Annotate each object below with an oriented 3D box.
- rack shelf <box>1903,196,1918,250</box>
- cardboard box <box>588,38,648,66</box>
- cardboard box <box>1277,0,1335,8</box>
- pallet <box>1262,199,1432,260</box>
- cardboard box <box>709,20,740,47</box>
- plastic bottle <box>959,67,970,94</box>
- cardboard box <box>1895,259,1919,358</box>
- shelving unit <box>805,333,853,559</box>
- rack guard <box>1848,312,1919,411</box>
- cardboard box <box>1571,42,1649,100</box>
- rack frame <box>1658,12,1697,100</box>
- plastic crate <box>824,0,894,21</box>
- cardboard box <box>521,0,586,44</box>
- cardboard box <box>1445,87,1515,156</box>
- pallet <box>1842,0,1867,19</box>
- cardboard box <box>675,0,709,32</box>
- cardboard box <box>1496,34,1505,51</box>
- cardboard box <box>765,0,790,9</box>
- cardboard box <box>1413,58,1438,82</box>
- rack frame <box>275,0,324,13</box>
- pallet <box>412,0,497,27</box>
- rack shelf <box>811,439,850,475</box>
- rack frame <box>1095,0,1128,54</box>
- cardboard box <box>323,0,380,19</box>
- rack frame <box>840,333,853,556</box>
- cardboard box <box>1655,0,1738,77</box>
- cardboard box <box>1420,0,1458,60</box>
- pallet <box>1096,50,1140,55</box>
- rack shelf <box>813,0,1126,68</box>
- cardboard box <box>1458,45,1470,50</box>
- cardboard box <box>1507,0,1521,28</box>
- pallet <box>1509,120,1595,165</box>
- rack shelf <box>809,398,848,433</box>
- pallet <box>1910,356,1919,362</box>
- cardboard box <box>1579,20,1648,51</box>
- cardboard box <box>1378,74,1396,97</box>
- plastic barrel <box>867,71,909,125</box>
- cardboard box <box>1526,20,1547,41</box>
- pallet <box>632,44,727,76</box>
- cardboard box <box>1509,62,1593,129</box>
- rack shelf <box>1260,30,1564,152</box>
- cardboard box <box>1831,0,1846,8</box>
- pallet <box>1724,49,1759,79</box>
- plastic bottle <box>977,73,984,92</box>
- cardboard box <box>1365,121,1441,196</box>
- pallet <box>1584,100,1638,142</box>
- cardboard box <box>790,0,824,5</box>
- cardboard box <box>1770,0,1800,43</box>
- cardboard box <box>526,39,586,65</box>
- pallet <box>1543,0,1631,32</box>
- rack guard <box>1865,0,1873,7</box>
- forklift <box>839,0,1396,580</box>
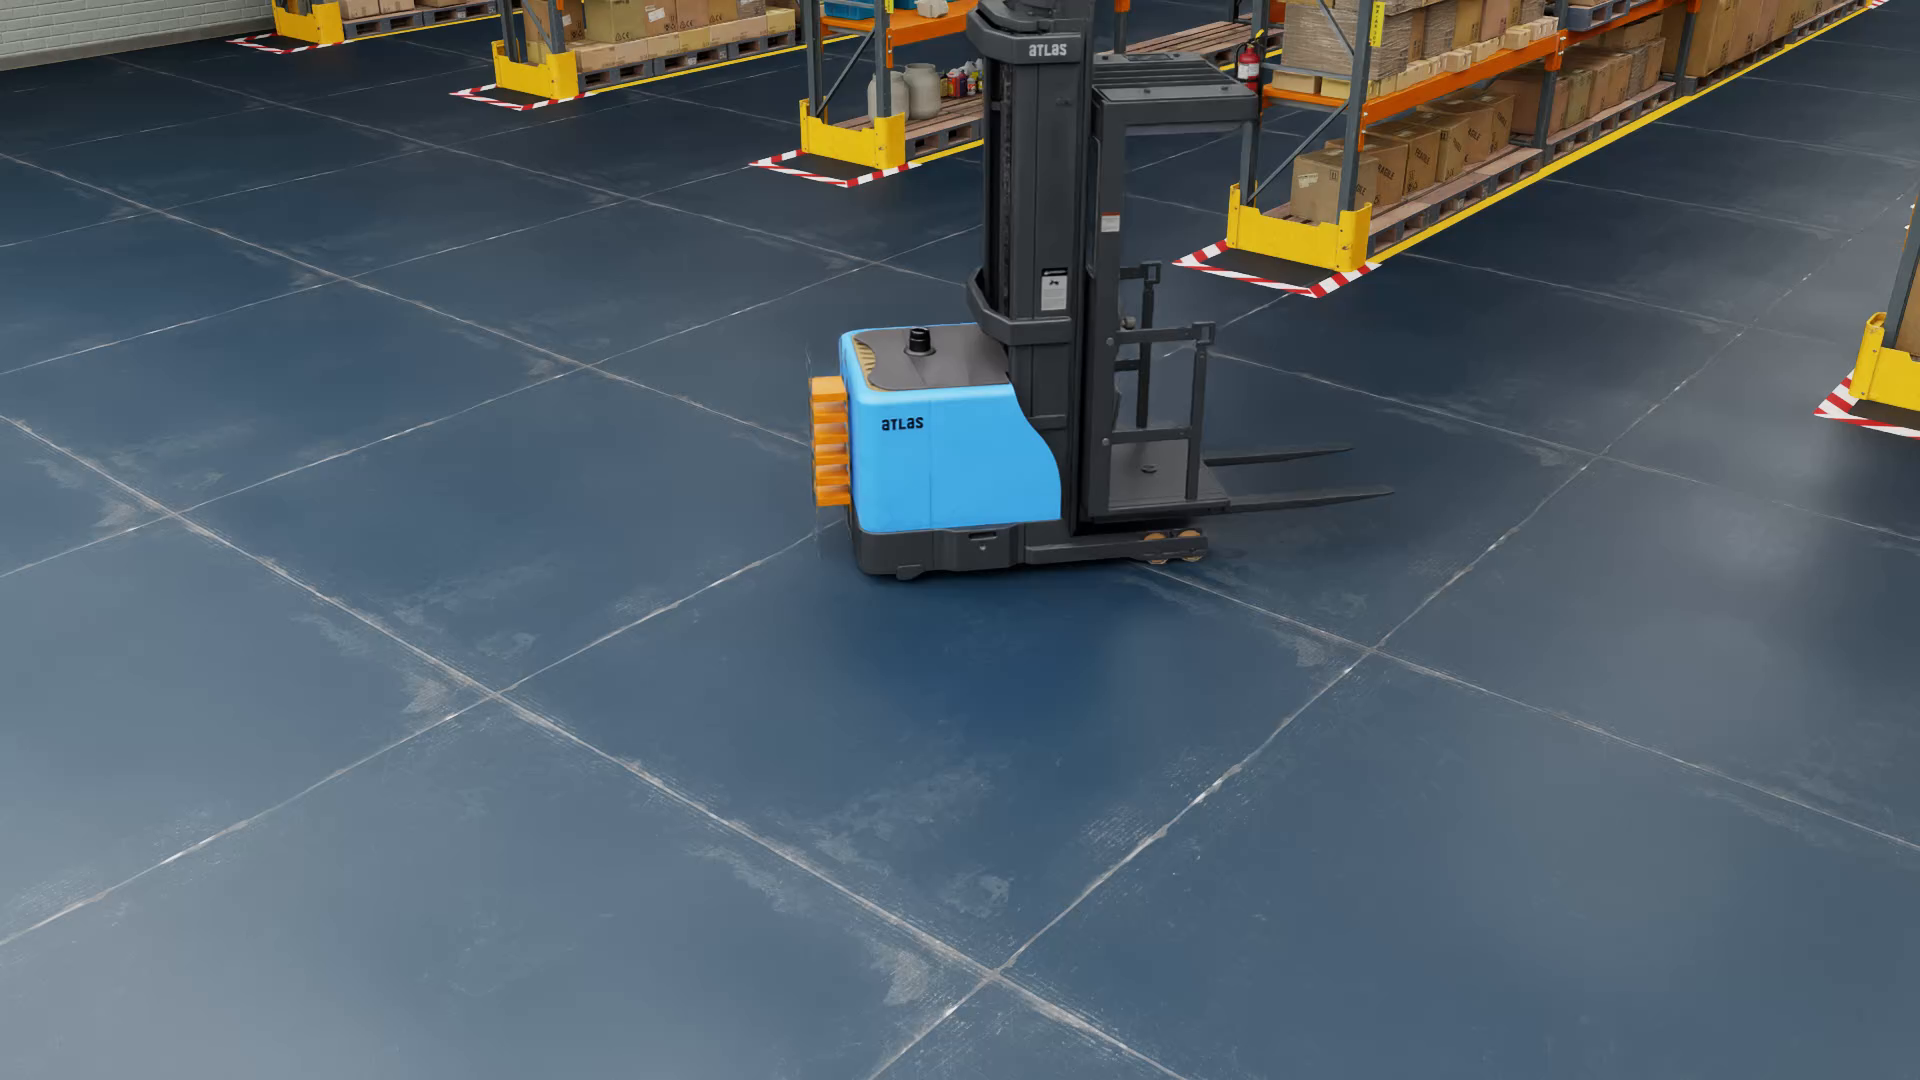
[{"bbox_3d":[7.771,-2.587,11.768,1.077,0.370,4.000,21,34,34],"label":"rack shelf"},{"bbox_3d":[-4.077,-5.848,19.825,0.500,0.250,0.500,21,34,34],"label":"cardboard box"},{"bbox_3d":[2.895,-4.570,13.299,0.500,0.500,0.500,21,34,34],"label":"cardboard box"},{"bbox_3d":[3.329,-2.749,14.333,1.003,0.211,1.213,21,34,34],"label":"pallet"},{"bbox_3d":[-3.120,-6.378,20.850,0.500,0.250,0.500,21,34,34],"label":"cardboard box"},{"bbox_3d":[0.014,-5.026,18.185,0.152,0.276,0.135,20,33,33],"label":"plastic bottle"},{"bbox_3d":[6.880,-1.700,11.126,0.875,0.875,0.875,21,34,35],"label":"cardboard box"},{"bbox_3d":[-0.697,-0.493,8.897,0.189,1.200,0.258,-5,28,-9],"label":"shelving unit"},{"bbox_3d":[6.484,-1.078,10.790,1.175,0.500,0.348,21,34,34],"label":"rack guard"},{"bbox_3d":[7.071,-5.160,18.202,0.700,0.500,0.500,18,32,30],"label":"cardboard box"},{"bbox_3d":[7.825,-6.519,18.587,1.000,3.000,0.127,21,34,34],"label":"rack frame"},{"bbox_3d":[-0.998,-5.329,16.448,0.499,0.251,0.616,21,34,34],"label":"plastic crate"},{"bbox_3d":[-4.794,-6.154,19.602,0.500,0.500,0.500,21,34,34],"label":"cardboard box"},{"bbox_3d":[4.995,-4.047,16.072,0.500,0.500,0.500,20,33,33],"label":"cardboard box"},{"bbox_3d":[12.465,-7.810,24.118,1.003,0.211,1.213,21,34,34],"label":"pallet"},{"bbox_3d":[-3.437,-6.534,20.334,0.500,0.500,0.500,21,34,34],"label":"cardboard box"},{"bbox_3d":[4.665,-4.499,14.955,0.380,0.149,0.250,21,34,34],"label":"cardboard box"},{"bbox_3d":[-2.321,-7.194,22.428,0.500,0.250,0.500,20,34,34],"label":"cardboard box"},{"bbox_3d":[3.753,-3.951,13.896,0.380,0.149,0.250,21,34,34],"label":"cardboard box"},{"bbox_3d":[-8.730,-8.025,21.499,1.000,3.000,0.127,21,34,34],"label":"rack frame"},{"bbox_3d":[-7.362,-7.522,23.561,1.003,0.211,1.213,21,34,34],"label":"pallet"},{"bbox_3d":[-0.697,-0.454,8.918,0.180,0.103,0.258,-5,28,-9],"label":"rack shelf"},{"bbox_3d":[1.459,-6.548,18.643,1.000,3.000,0.127,21,34,34],"label":"rack frame"},{"bbox_3d":[-8.221,-7.246,22.439,0.500,0.311,0.500,17,32,29],"label":"cardboard box"},{"bbox_3d":[-0.607,-0.500,8.911,0.006,1.200,0.240,-5,28,-9],"label":"rack frame"},{"bbox_3d":[8.280,-6.000,19.440,1.225,0.875,0.875,19,33,32],"label":"cardboard box"},{"bbox_3d":[3.684,-4.423,14.103,0.875,0.500,0.500,21,34,34],"label":"cardboard box"},{"bbox_3d":[1.928,-5.599,19.844,1.003,0.211,1.213,21,34,34],"label":"pallet"},{"bbox_3d":[0.187,-5.520,17.438,1.077,0.370,4.000,21,34,34],"label":"rack shelf"},{"bbox_3d":[4.187,-4.233,14.442,0.380,0.149,0.250,21,34,34],"label":"cardboard box"},{"bbox_3d":[4.601,-4.969,15.158,0.875,0.500,0.500,21,34,34],"label":"cardboard box"},{"bbox_3d":[5.775,-4.139,17.020,1.003,0.211,1.213,21,34,34],"label":"pallet"},{"bbox_3d":[-0.697,-0.667,8.807,0.180,0.103,0.258,-5,28,-9],"label":"rack shelf"},{"bbox_3d":[6.947,-1.265,11.465,1.003,0.211,1.213,21,34,34],"label":"pallet"},{"bbox_3d":[7.092,-5.500,18.042,0.500,0.250,0.500,-24,36,-38],"label":"cardboard box"},{"bbox_3d":[3.275,-3.685,13.383,0.380,0.149,0.250,21,34,34],"label":"cardboard box"},{"bbox_3d":[-0.726,-4.467,16.871,0.421,0.512,0.421,0,27,0],"label":"plastic barrel"},{"bbox_3d":[5.204,-4.741,15.424,0.380,0.149,0.250,21,34,34],"label":"cardboard box"},{"bbox_3d":[-3.675,-6.055,20.724,1.003,0.211,1.213,21,34,34],"label":"pallet"},{"bbox_3d":[6.006,-4.561,17.043,0.700,0.500,0.500,21,34,34],"label":"cardboard box"},{"bbox_3d":[4.008,-4.072,14.640,1.077,0.370,4.000,21,34,34],"label":"rack shelf"},{"bbox_3d":[11.989,-8.025,23.354,0.875,0.875,0.875,21,34,34],"label":"cardboard box"},{"bbox_3d":[9.161,-5.968,20.558,1.003,0.211,1.213,21,34,34],"label":"pallet"},{"bbox_3d":[0.237,-5.032,18.280,0.097,0.201,0.097,0,27,0],"label":"plastic bottle"},{"bbox_3d":[3.913,-3.414,14.848,0.500,0.500,0.500,25,36,39],"label":"cardboard box"},{"bbox_3d":[6.550,-4.573,17.860,1.003,0.211,1.213,21,34,34],"label":"pallet"},{"bbox_3d":[-1.906,-7.285,21.993,0.500,0.311,0.500,21,34,35],"label":"cardboard box"},{"bbox_3d":[9.977,-6.947,21.270,1.225,0.875,0.875,21,34,35],"label":"cardboard box"},{"bbox_3d":[-4.792,-5.821,19.773,0.500,0.250,0.500,21,34,34],"label":"cardboard box"},{"bbox_3d":[5.879,-5.244,16.331,1.003,0.211,1.213,21,34,34],"label":"pallet"},{"bbox_3d":[12.929,-8.254,24.660,1.175,0.500,0.348,21,34,34],"label":"rack guard"},{"bbox_3d":[0.888,-1.404,8.773,3.031,2.935,1.130,-5,28,-9],"label":"forklift"}]
